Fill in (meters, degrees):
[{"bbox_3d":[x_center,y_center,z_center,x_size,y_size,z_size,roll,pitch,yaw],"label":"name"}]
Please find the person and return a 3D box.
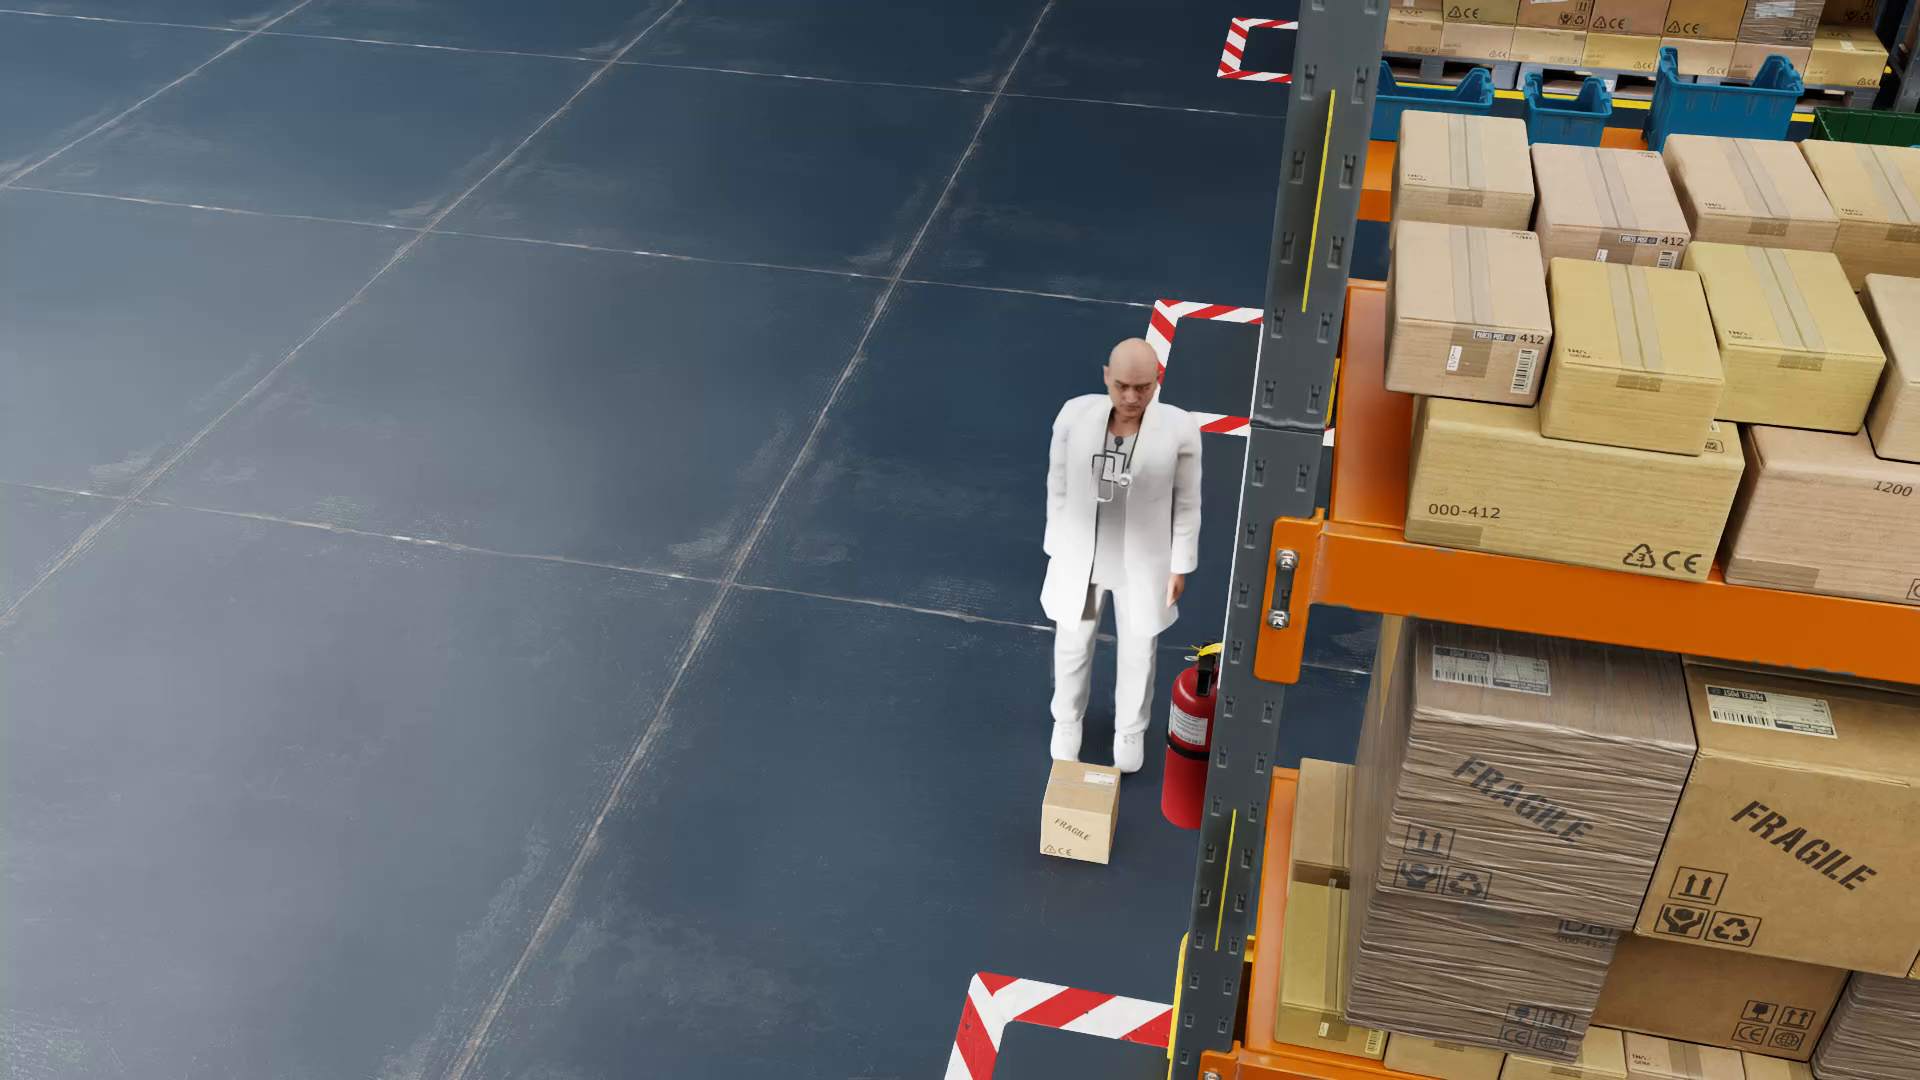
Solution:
[{"bbox_3d":[0.576,0.083,6.050,0.564,1.778,0.381,8,37,11],"label":"person"}]
